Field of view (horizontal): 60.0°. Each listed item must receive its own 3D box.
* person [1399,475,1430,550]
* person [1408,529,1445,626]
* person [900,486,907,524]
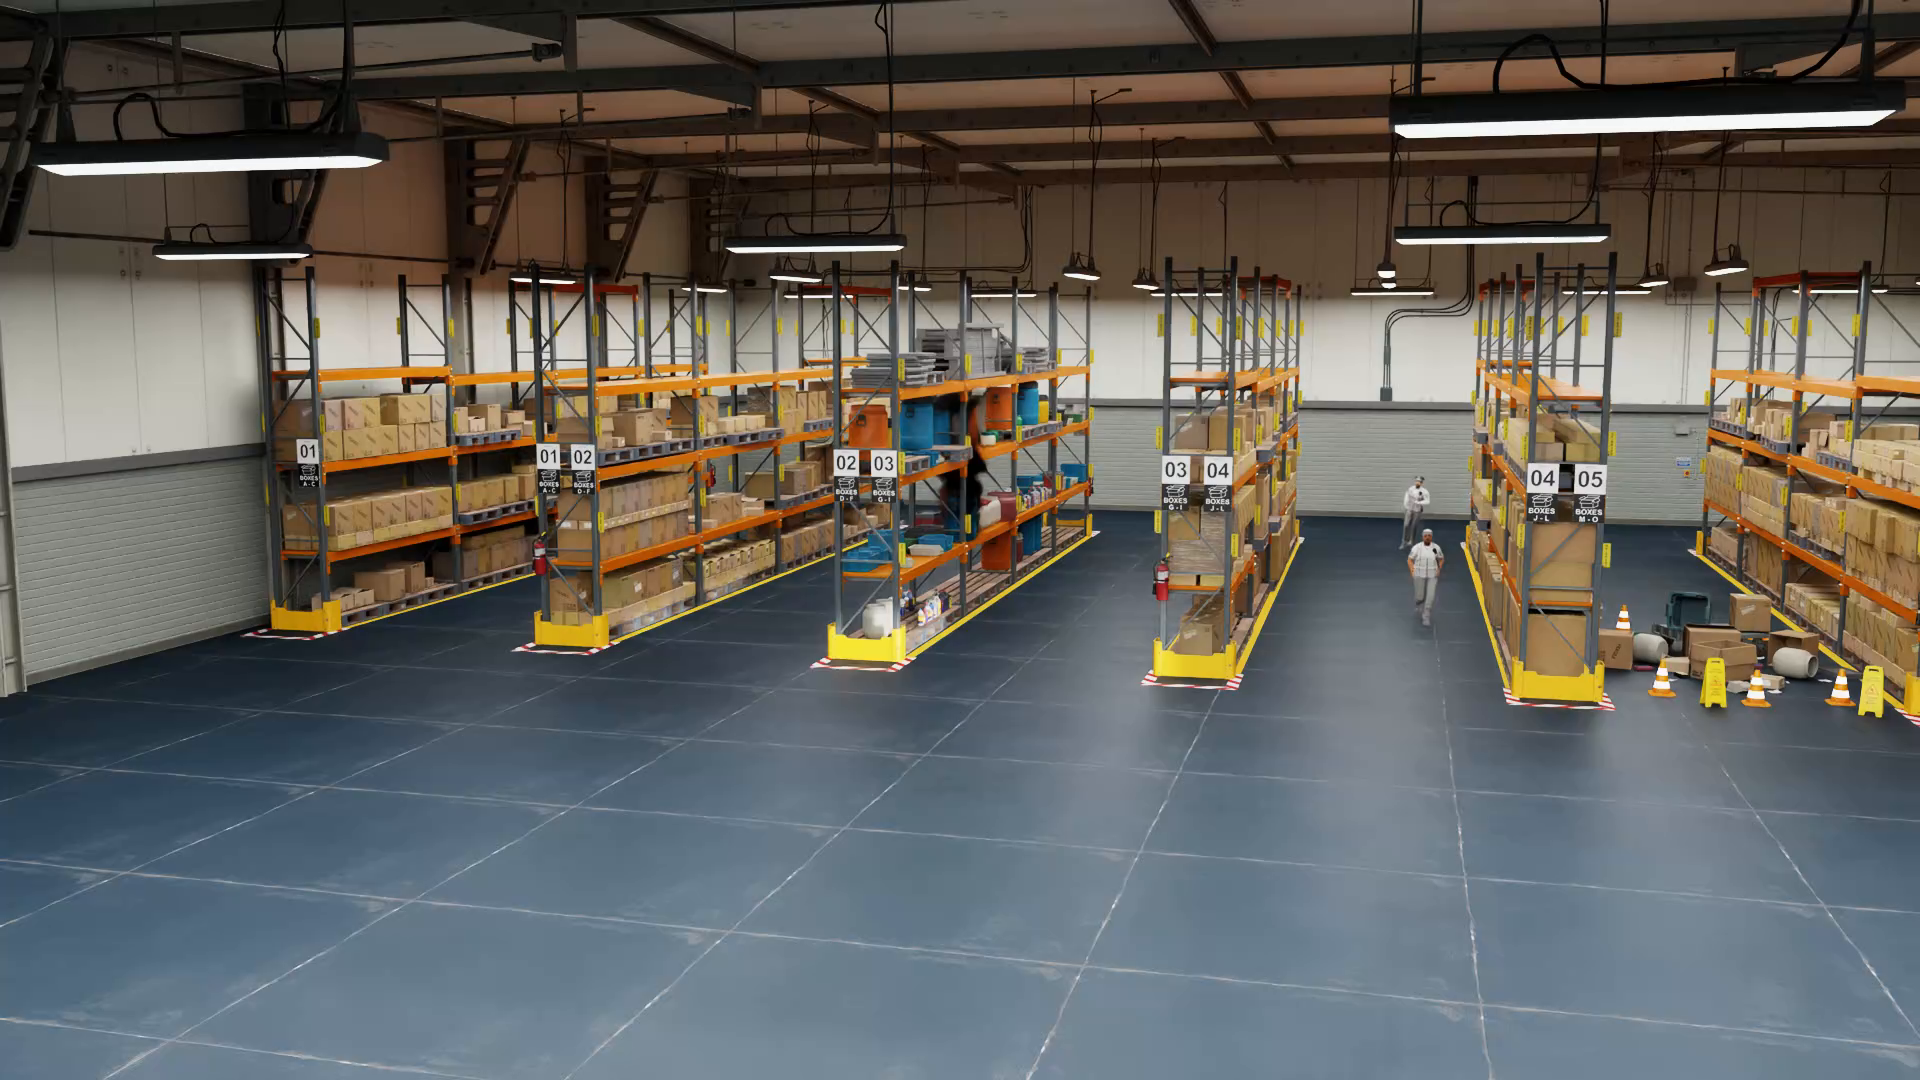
[{"bbox_3d":[10.420,-0.624,37.955,0.615,1.732,0.765,4,8,29],"label":"person"},{"bbox_3d":[7.946,0.618,28.360,0.616,1.632,0.599,1,7,9],"label":"person"},{"bbox_3d":[-1.726,-1.165,42.779,0.692,1.578,0.622,3,8,19],"label":"person"}]
